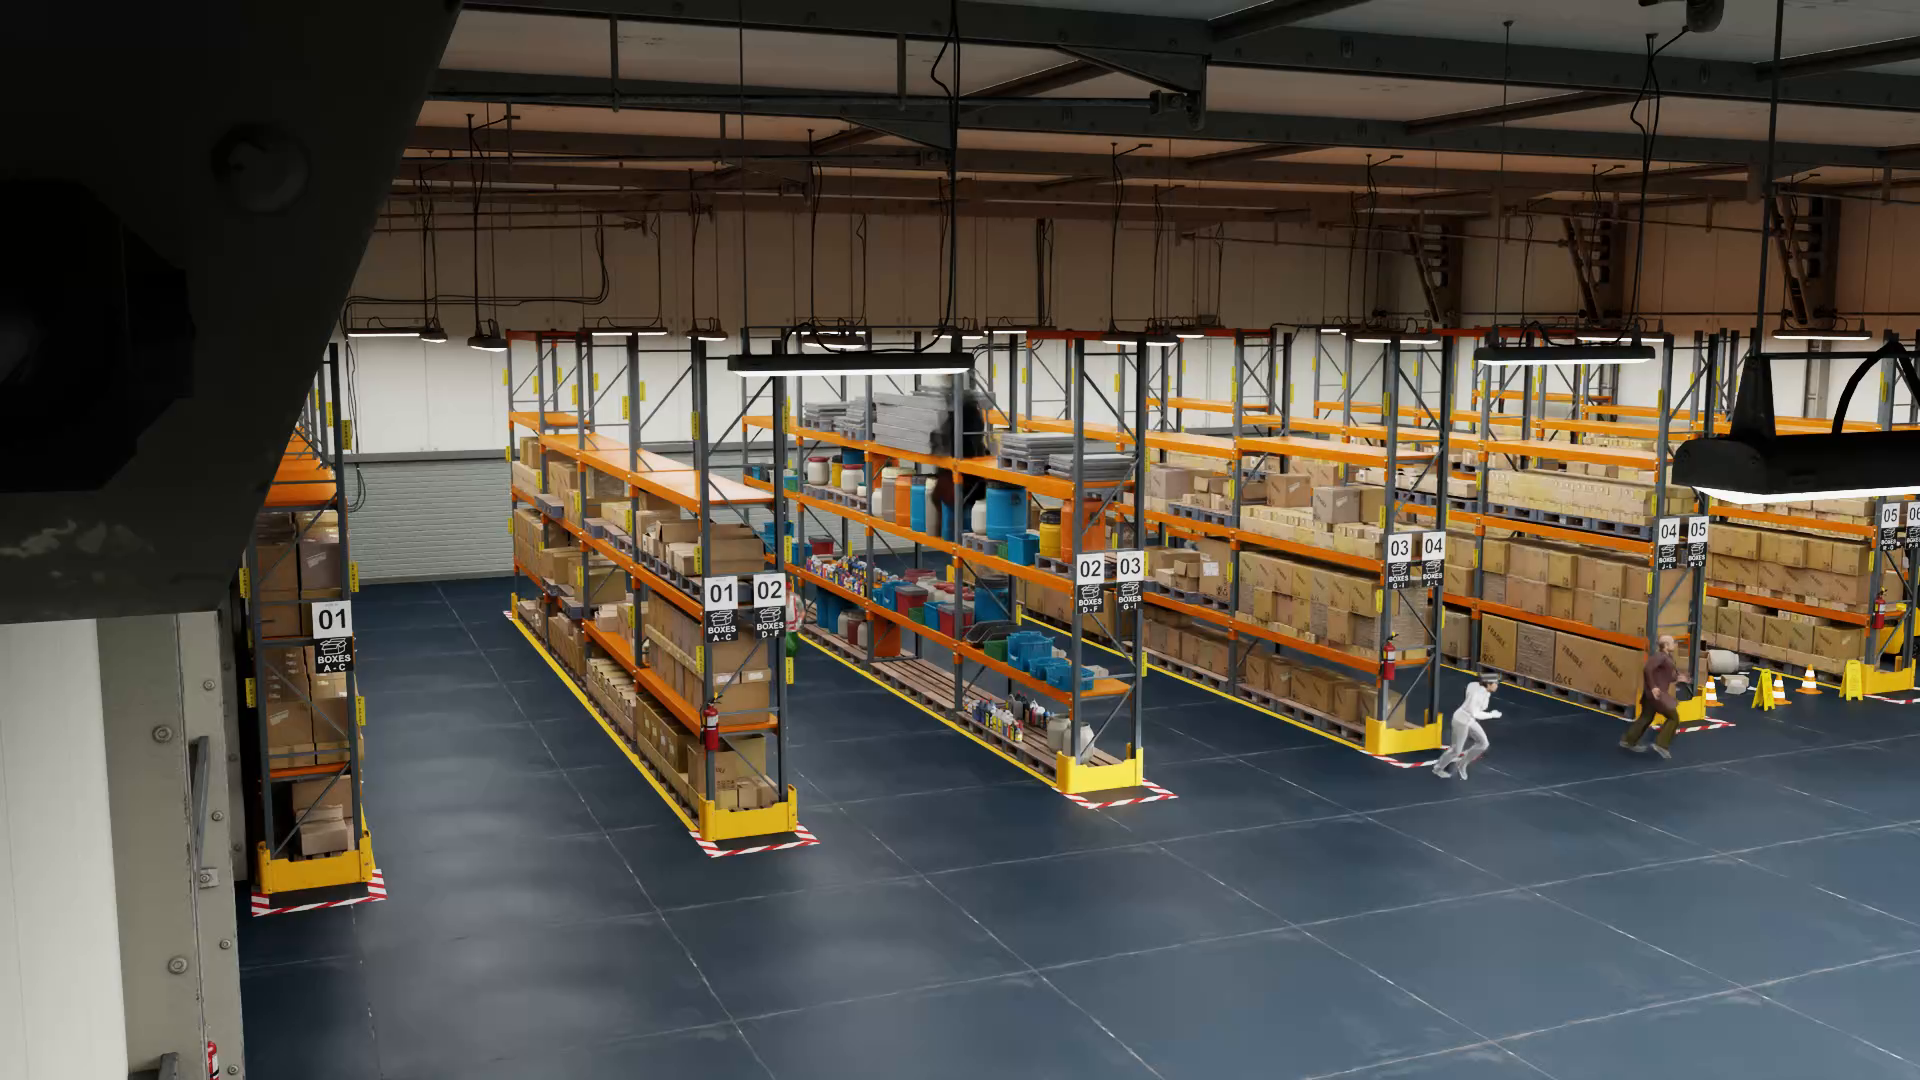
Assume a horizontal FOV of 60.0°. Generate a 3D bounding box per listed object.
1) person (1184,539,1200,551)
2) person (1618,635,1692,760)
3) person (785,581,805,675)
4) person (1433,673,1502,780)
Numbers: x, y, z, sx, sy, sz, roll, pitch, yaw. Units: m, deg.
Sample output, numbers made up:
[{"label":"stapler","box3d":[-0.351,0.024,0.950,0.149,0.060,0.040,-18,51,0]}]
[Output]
[{"label":"person","box3d":[5.858,-0.148,41.462,0.846,1.688,0.601,3,8,19]},{"label":"person","box3d":[9.967,2.257,23.781,0.935,1.830,0.637,2,8,13]},{"label":"person","box3d":[-2.923,1.499,28.121,0.648,1.658,0.856,-2,8,-17]},{"label":"person","box3d":[6.907,2.514,22.581,0.899,1.518,0.647,4,9,30]}]
